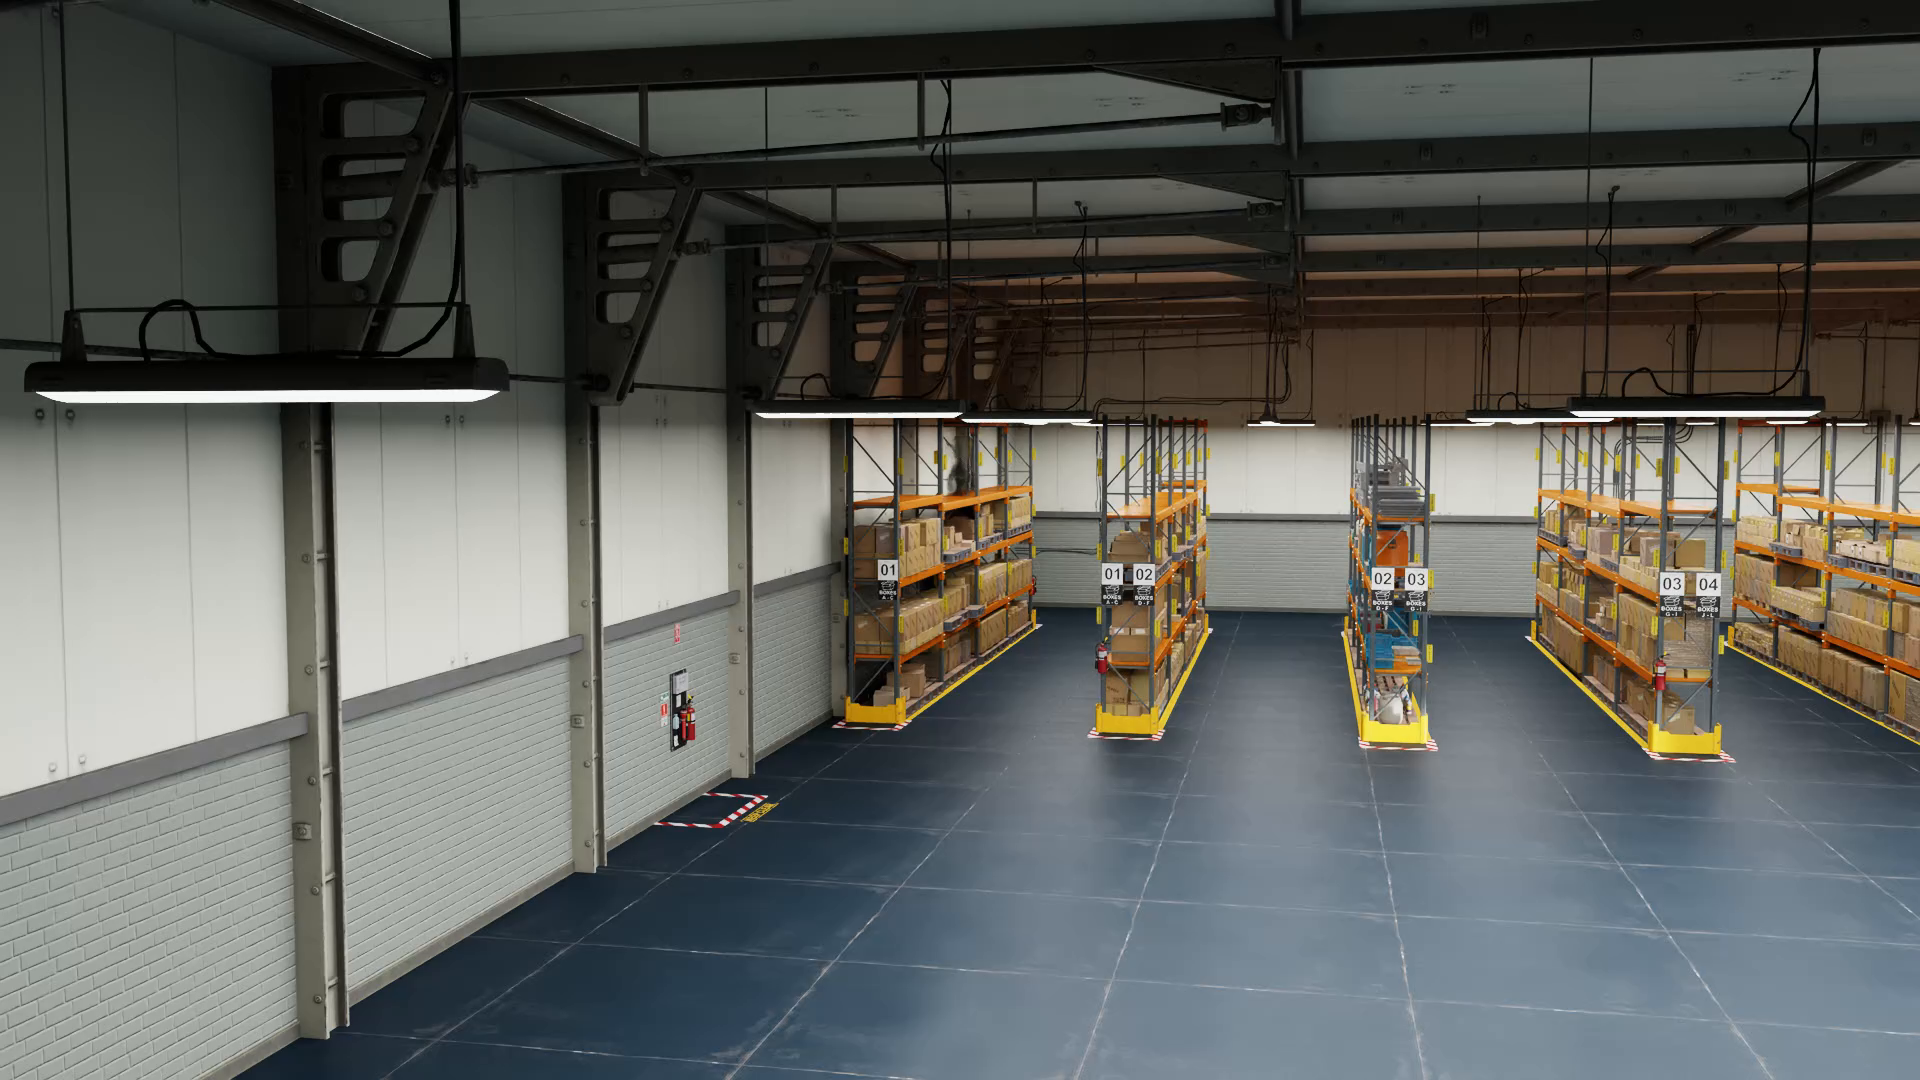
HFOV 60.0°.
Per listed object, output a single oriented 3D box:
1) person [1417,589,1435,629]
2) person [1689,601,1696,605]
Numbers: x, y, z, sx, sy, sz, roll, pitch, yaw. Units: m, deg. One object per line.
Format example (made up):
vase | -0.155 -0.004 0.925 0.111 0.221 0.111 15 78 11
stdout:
person | 13.068 1.687 47.281 0.896 1.736 0.728 2 4 32
person | 18.928 2.118 42.980 0.535 1.548 0.808 2 4 27
